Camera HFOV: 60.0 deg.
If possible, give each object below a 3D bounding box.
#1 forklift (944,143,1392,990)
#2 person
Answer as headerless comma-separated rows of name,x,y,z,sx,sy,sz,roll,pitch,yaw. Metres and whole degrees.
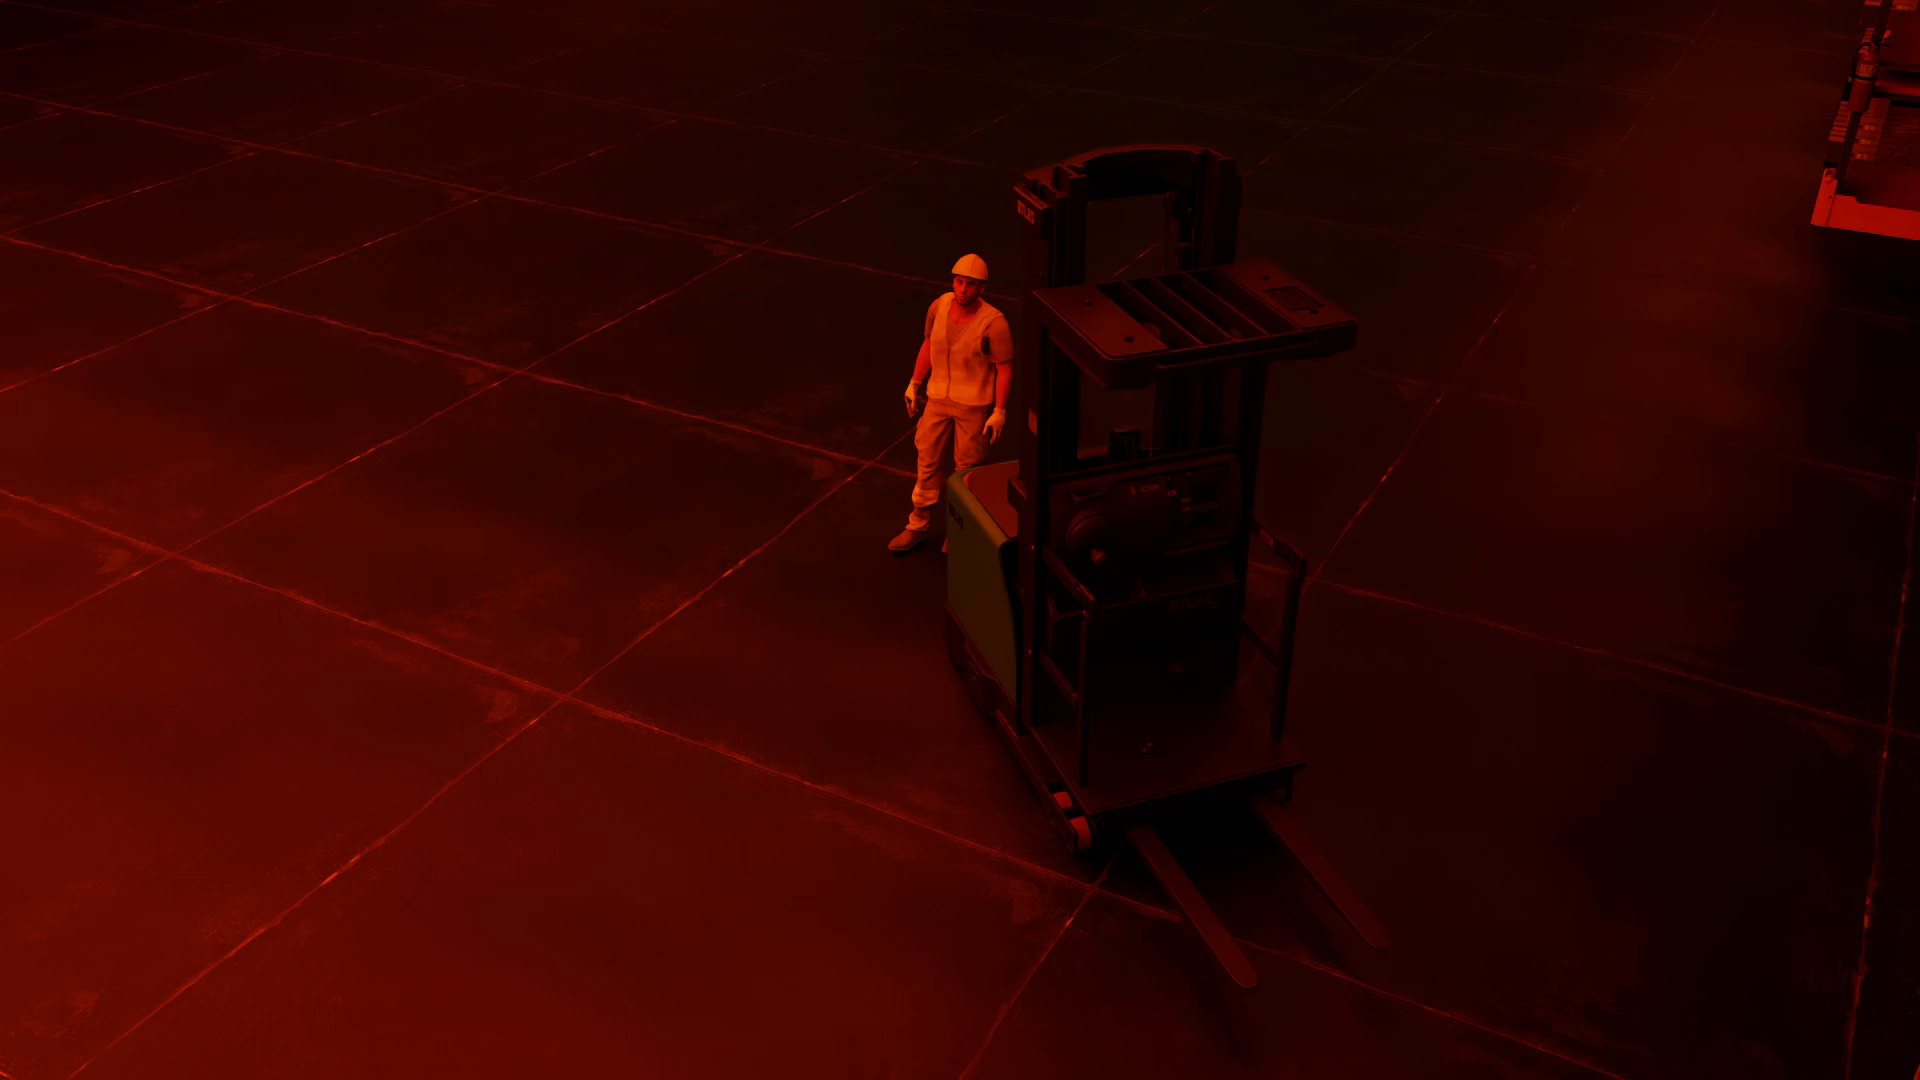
forklift,0.905,-0.084,7.216,1.130,2.935,3.031,-11,32,-18
person,-0.049,-0.749,9.496,0.638,1.787,0.564,15,33,25
